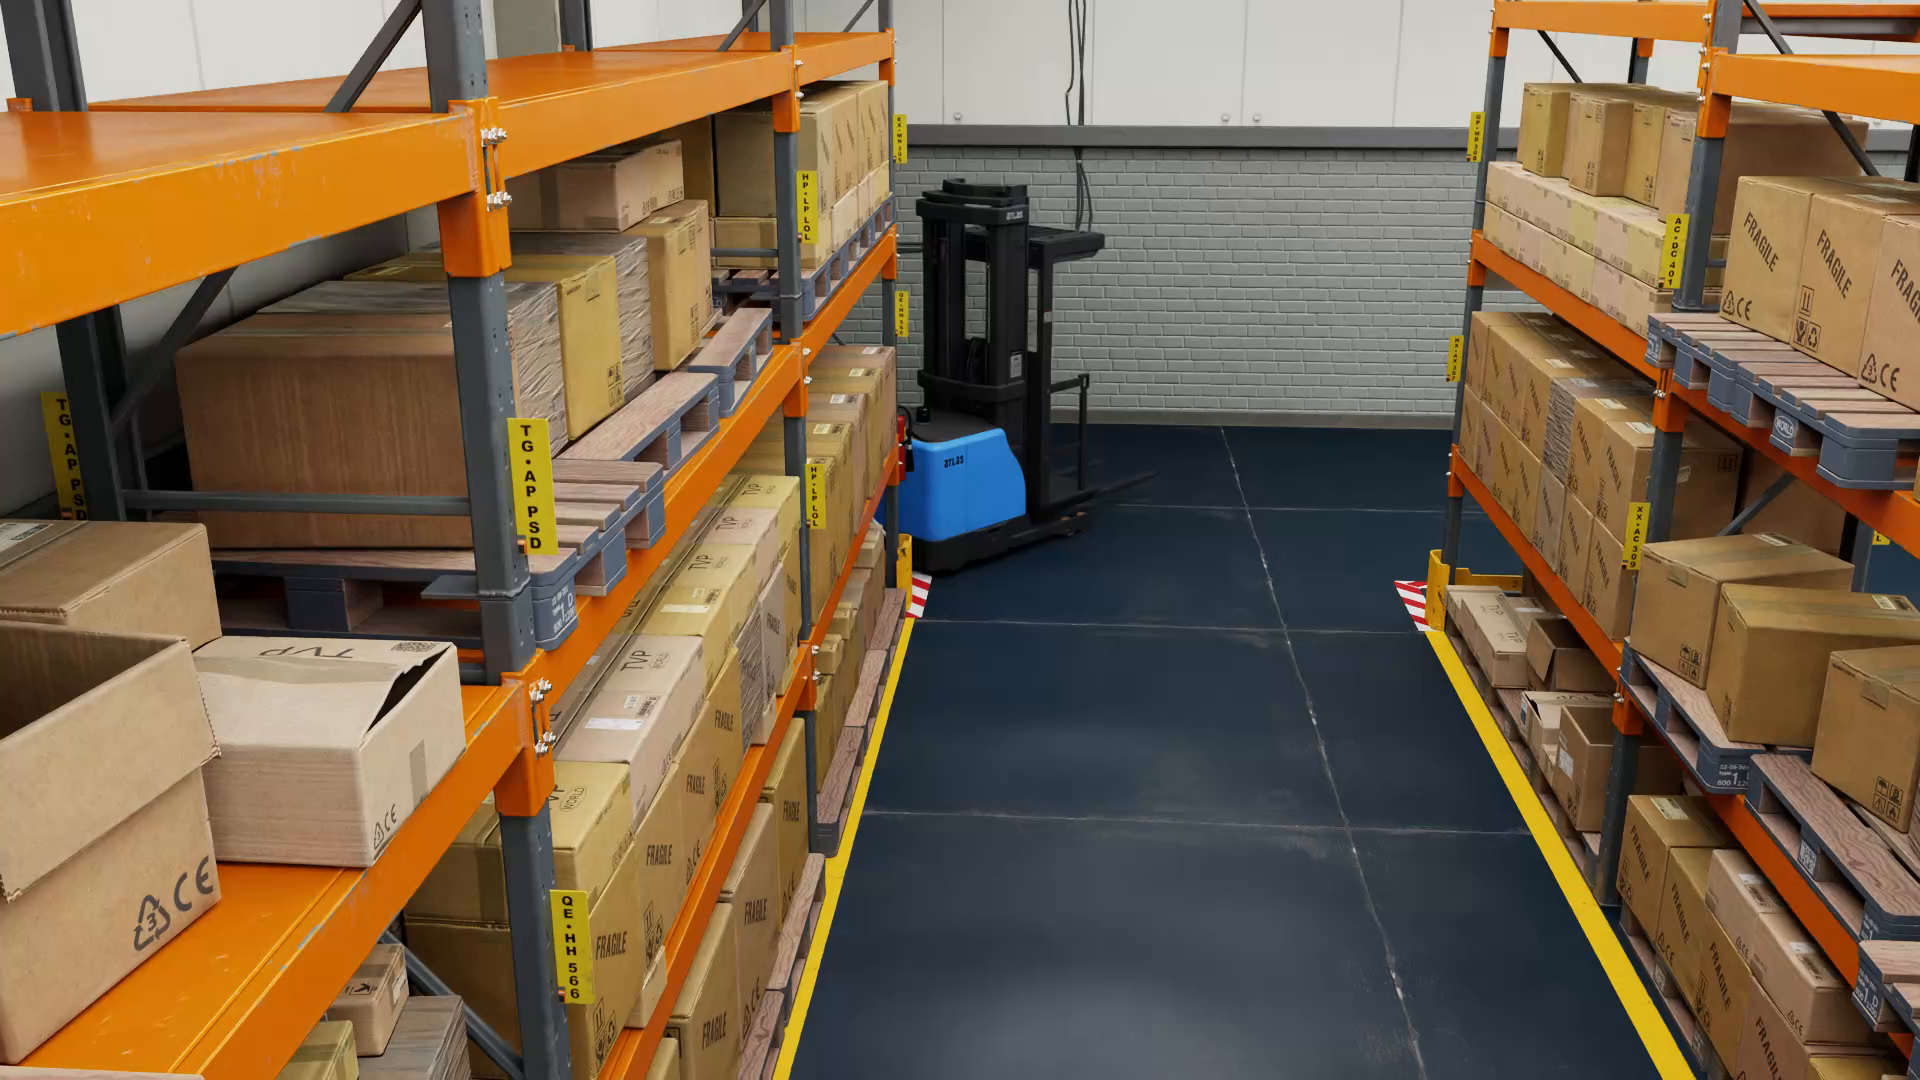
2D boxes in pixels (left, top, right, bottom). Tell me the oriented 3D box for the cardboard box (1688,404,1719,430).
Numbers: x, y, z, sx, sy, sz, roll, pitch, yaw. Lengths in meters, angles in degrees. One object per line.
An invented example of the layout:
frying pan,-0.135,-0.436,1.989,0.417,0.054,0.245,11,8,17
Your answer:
cardboard box,4.052,-0.418,8.616,0.500,0.500,0.500,1,18,2

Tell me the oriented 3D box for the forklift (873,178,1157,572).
forklift,0.488,-1.522,13.860,1.130,2.935,3.031,17,25,42

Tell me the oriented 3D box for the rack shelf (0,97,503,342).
rack shelf,-1.670,-0.160,1.758,1.077,0.370,4.000,1,18,4

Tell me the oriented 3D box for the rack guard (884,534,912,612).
rack guard,-0.952,0.233,12.408,1.175,0.500,0.348,1,18,4

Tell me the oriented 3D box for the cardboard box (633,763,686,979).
cardboard box,-1.190,1.032,5.287,0.500,0.500,0.500,2,18,6

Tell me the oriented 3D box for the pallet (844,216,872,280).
pallet,-1.081,-1.720,9.680,1.003,0.211,1.213,1,18,4

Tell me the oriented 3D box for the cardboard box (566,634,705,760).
cardboard box,-1.168,0.525,5.628,0.500,0.250,0.500,1,18,4

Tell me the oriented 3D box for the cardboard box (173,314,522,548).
cardboard box,-1.550,-0.294,4.317,0.700,0.500,0.500,0,18,0

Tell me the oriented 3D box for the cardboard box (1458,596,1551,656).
cardboard box,3.630,0.578,11.052,0.500,0.250,0.500,1,18,4

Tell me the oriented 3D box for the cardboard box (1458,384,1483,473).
cardboard box,3.693,-0.753,11.244,0.500,0.500,0.500,2,18,5

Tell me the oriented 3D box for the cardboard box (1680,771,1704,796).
cardboard box,3.947,1.348,8.604,0.500,0.311,0.500,1,18,4

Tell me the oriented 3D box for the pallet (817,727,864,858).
pallet,-1.108,1.386,9.354,1.003,0.211,1.213,1,18,4

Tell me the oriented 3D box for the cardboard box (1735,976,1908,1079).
cardboard box,3.316,2.006,6.291,0.500,0.500,0.500,1,18,2

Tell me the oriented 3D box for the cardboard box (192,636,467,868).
cardboard box,-1.309,0.375,3.256,0.500,0.311,0.500,1,18,4

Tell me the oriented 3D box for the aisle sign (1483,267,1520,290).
aisle sign,3.700,-2.101,11.342,0.394,0.787,0.004,1,18,4

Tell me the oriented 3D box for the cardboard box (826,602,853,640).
cardboard box,-0.841,0.481,9.936,0.380,0.149,0.250,1,18,2

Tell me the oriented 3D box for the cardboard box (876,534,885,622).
cardboard box,-0.904,0.261,11.650,0.700,0.500,0.500,1,18,4

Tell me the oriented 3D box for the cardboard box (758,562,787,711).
cardboard box,-1.049,0.404,7.201,0.500,0.500,0.500,1,18,4

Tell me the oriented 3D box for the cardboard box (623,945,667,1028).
cardboard box,-1.142,1.392,5.230,0.380,0.149,0.250,2,18,6

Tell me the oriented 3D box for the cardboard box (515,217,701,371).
cardboard box,-1.388,-0.942,6.295,0.700,0.500,0.500,1,18,3

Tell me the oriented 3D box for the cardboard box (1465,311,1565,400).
cardboard box,3.693,-1.228,11.088,0.500,0.500,0.500,2,18,6

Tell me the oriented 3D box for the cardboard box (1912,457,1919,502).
cardboard box,3.486,-0.282,4.989,0.910,0.500,0.500,1,18,4

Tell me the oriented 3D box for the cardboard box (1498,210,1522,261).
cardboard box,3.648,-1.883,10.276,0.500,0.250,0.500,1,18,4

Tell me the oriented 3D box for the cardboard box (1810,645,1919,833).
cardboard box,3.636,0.708,6.111,0.700,0.500,0.500,-3,18,-10

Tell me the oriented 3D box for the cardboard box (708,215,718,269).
cardboard box,-1.425,-1.524,8.345,0.500,0.250,0.500,1,18,4

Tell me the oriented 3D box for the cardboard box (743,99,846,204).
cardboard box,-0.879,-2.037,8.708,0.500,0.500,0.500,1,18,3

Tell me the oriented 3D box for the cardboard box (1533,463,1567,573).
cardboard box,3.551,-0.124,9.322,0.500,0.500,0.500,2,18,5

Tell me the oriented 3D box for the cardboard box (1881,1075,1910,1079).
cardboard box,3.247,1.956,5.240,0.500,0.250,0.500,2,18,6

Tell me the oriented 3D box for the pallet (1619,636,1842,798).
pallet,3.535,0.742,7.151,1.003,0.211,1.213,1,18,4

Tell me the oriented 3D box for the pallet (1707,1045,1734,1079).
pallet,3.595,2.363,6.372,1.003,0.211,1.213,1,18,4

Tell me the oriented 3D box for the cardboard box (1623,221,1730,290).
cardboard box,3.465,-1.344,7.829,0.500,0.250,0.500,1,18,4

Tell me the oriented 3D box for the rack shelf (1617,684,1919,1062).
rack shelf,3.557,1.368,6.087,1.077,0.370,4.000,1,18,4

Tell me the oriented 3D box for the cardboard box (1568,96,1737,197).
cardboard box,3.789,-2.162,9.119,0.700,0.500,0.500,1,18,4

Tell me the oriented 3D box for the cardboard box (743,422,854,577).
cardboard box,-1.127,-0.242,9.363,0.980,0.700,0.700,1,18,3

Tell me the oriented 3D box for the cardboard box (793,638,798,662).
cardboard box,-0.982,0.516,7.901,0.380,0.149,0.250,1,18,4

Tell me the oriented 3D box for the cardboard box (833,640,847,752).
cardboard box,-1.045,0.898,9.706,0.700,0.500,0.500,1,18,3

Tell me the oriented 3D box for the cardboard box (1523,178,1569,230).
cardboard box,3.619,-1.965,9.724,0.500,0.250,0.500,1,18,4

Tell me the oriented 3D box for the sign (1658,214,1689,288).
sign,3.159,-1.276,7.353,0.100,0.325,0.005,1,18,4

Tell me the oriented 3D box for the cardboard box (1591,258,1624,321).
cardboard box,3.517,-1.262,8.379,0.500,0.250,0.500,1,18,4

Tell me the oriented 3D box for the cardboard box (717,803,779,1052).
cardboard box,-1.218,1.598,7.007,0.750,0.750,0.750,2,18,6

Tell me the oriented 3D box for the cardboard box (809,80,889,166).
cardboard box,-0.734,-2.671,10.642,0.500,0.500,0.500,1,18,4

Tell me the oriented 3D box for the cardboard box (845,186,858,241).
cardboard box,-0.848,-1.832,9.286,0.500,0.250,0.500,1,18,2

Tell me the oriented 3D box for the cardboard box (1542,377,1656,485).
cardboard box,3.549,-0.597,9.160,0.500,0.500,0.500,1,18,4

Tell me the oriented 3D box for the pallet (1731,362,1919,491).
pallet,3.513,-0.408,5.837,1.213,0.211,1.003,1,18,4

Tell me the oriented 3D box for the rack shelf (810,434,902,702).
rack shelf,-1.097,0.016,10.213,1.077,0.370,4.000,1,18,4

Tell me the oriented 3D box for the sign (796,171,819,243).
sign,-0.698,-1.516,7.581,0.100,0.325,0.005,1,18,4

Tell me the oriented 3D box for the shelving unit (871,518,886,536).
shelving unit,-0.985,-0.196,12.782,0.503,1.200,0.258,11,64,35

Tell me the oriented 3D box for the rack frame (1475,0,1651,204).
rack frame,3.988,-3.689,10.728,1.000,3.000,0.127,1,18,4

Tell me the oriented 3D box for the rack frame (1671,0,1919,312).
rack frame,3.701,-2.446,6.937,1.000,3.000,0.127,1,18,4

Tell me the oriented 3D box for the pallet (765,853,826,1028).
pallet,-1.220,1.862,7.903,1.003,0.211,1.213,1,18,4

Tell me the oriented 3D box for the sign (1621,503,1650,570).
sign,3.159,-0.016,7.766,0.100,0.325,0.005,1,18,4

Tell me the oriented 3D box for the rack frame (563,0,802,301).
rack frame,-1.240,-2.556,7.271,1.000,3.000,0.127,1,18,4

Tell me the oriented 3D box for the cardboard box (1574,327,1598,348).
cardboard box,4.195,-1.059,10.572,0.500,0.500,0.500,2,18,5

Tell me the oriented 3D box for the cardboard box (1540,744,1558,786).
cardboard box,3.426,1.249,9.165,0.380,0.149,0.250,1,18,4
